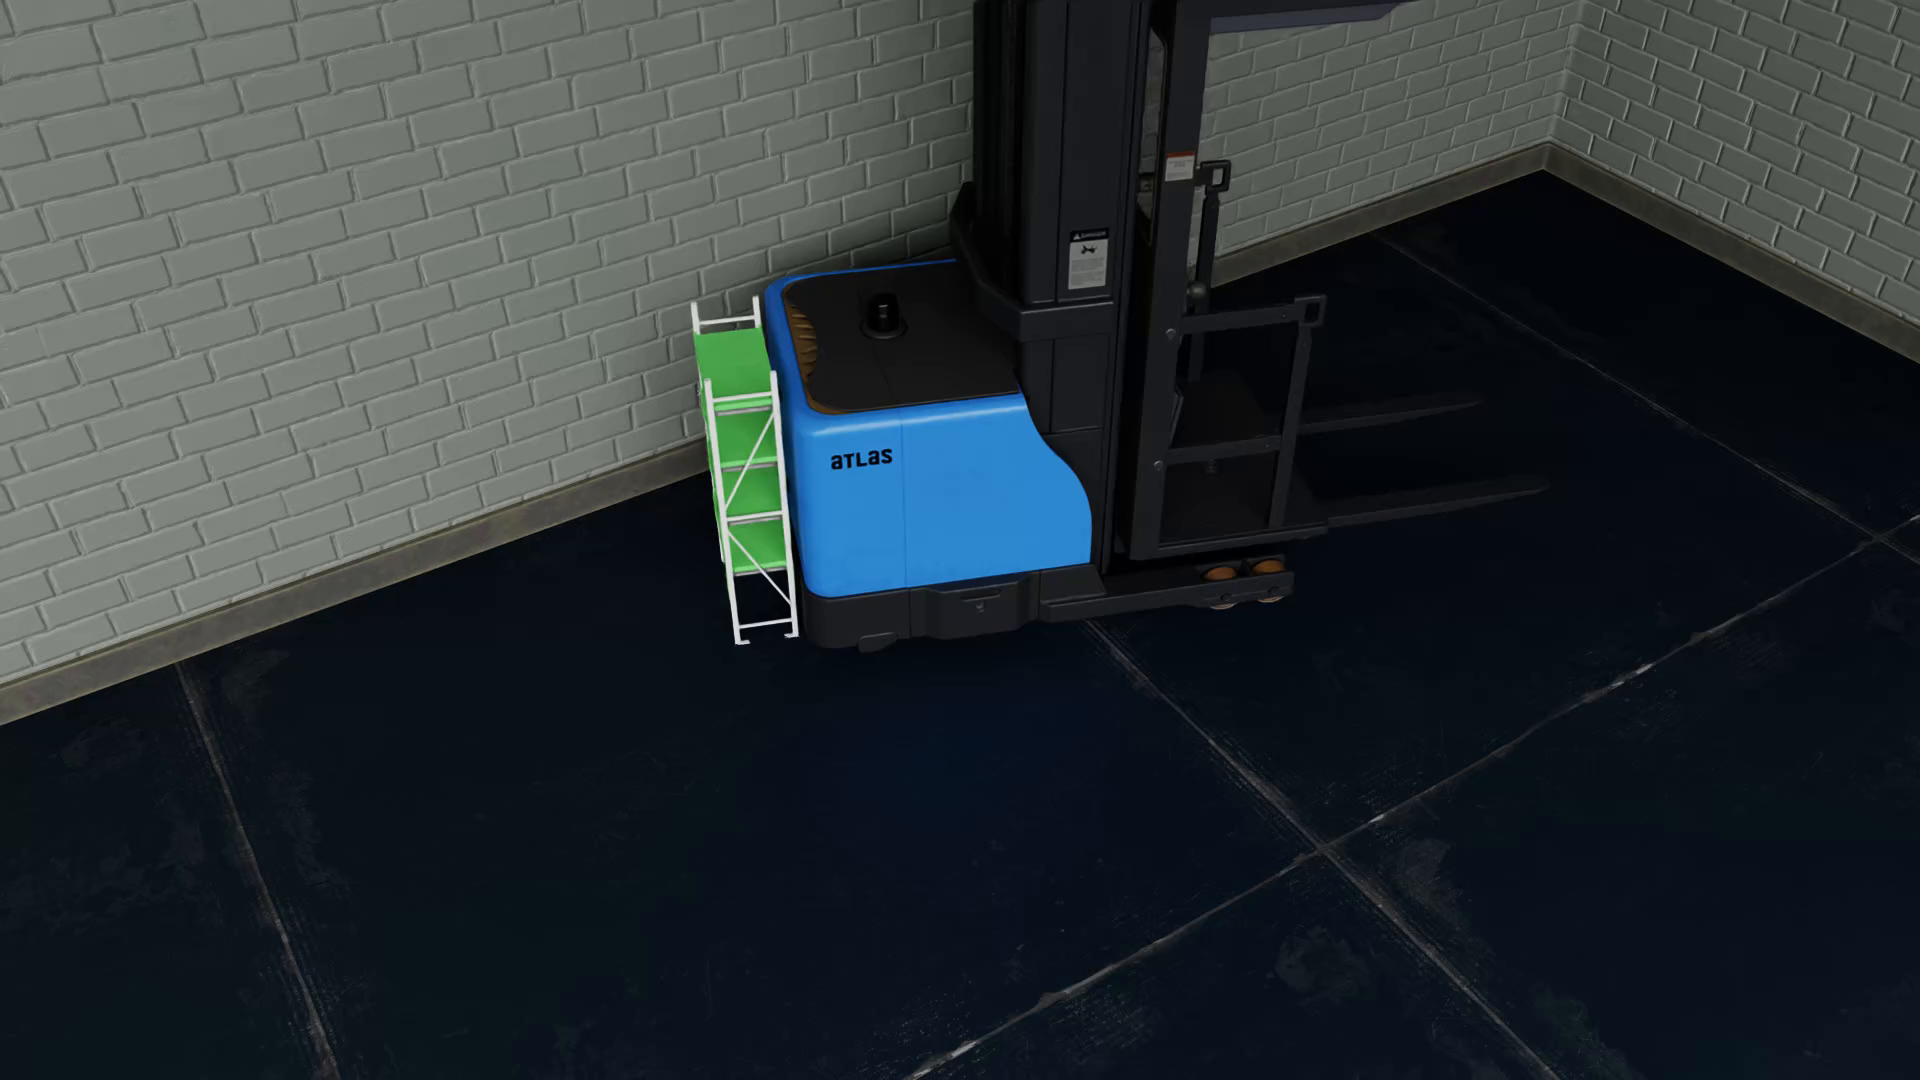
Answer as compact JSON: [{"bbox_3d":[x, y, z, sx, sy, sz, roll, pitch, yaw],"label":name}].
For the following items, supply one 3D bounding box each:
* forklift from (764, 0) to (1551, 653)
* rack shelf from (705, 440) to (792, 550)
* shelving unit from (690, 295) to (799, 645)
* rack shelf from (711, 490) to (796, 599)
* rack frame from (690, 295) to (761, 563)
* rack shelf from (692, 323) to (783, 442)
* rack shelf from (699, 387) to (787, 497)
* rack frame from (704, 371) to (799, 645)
[{"bbox_3d":[0.820,-1.182,5.879,3.031,2.935,1.130,-8,40,-9],"label":"forklift"},{"bbox_3d":[-0.783,-0.188,6.138,0.258,0.148,0.480,-8,40,-9],"label":"rack shelf"},{"bbox_3d":[-0.783,-0.237,6.097,0.258,1.200,0.503,-8,40,-9],"label":"shelving unit"},{"bbox_3d":[-0.783,-0.004,6.292,0.258,0.148,0.480,-8,40,-9],"label":"rack shelf"},{"bbox_3d":[-0.835,-0.390,6.280,0.240,1.200,0.015,-8,40,-9],"label":"rack frame"},{"bbox_3d":[-0.783,-0.557,5.831,0.258,0.148,0.480,-8,40,-9],"label":"rack shelf"},{"bbox_3d":[-0.783,-0.372,5.984,0.258,0.148,0.480,-8,40,-9],"label":"rack shelf"},{"bbox_3d":[-0.731,-0.084,5.914,0.240,1.200,0.015,-8,40,-9],"label":"rack frame"}]
